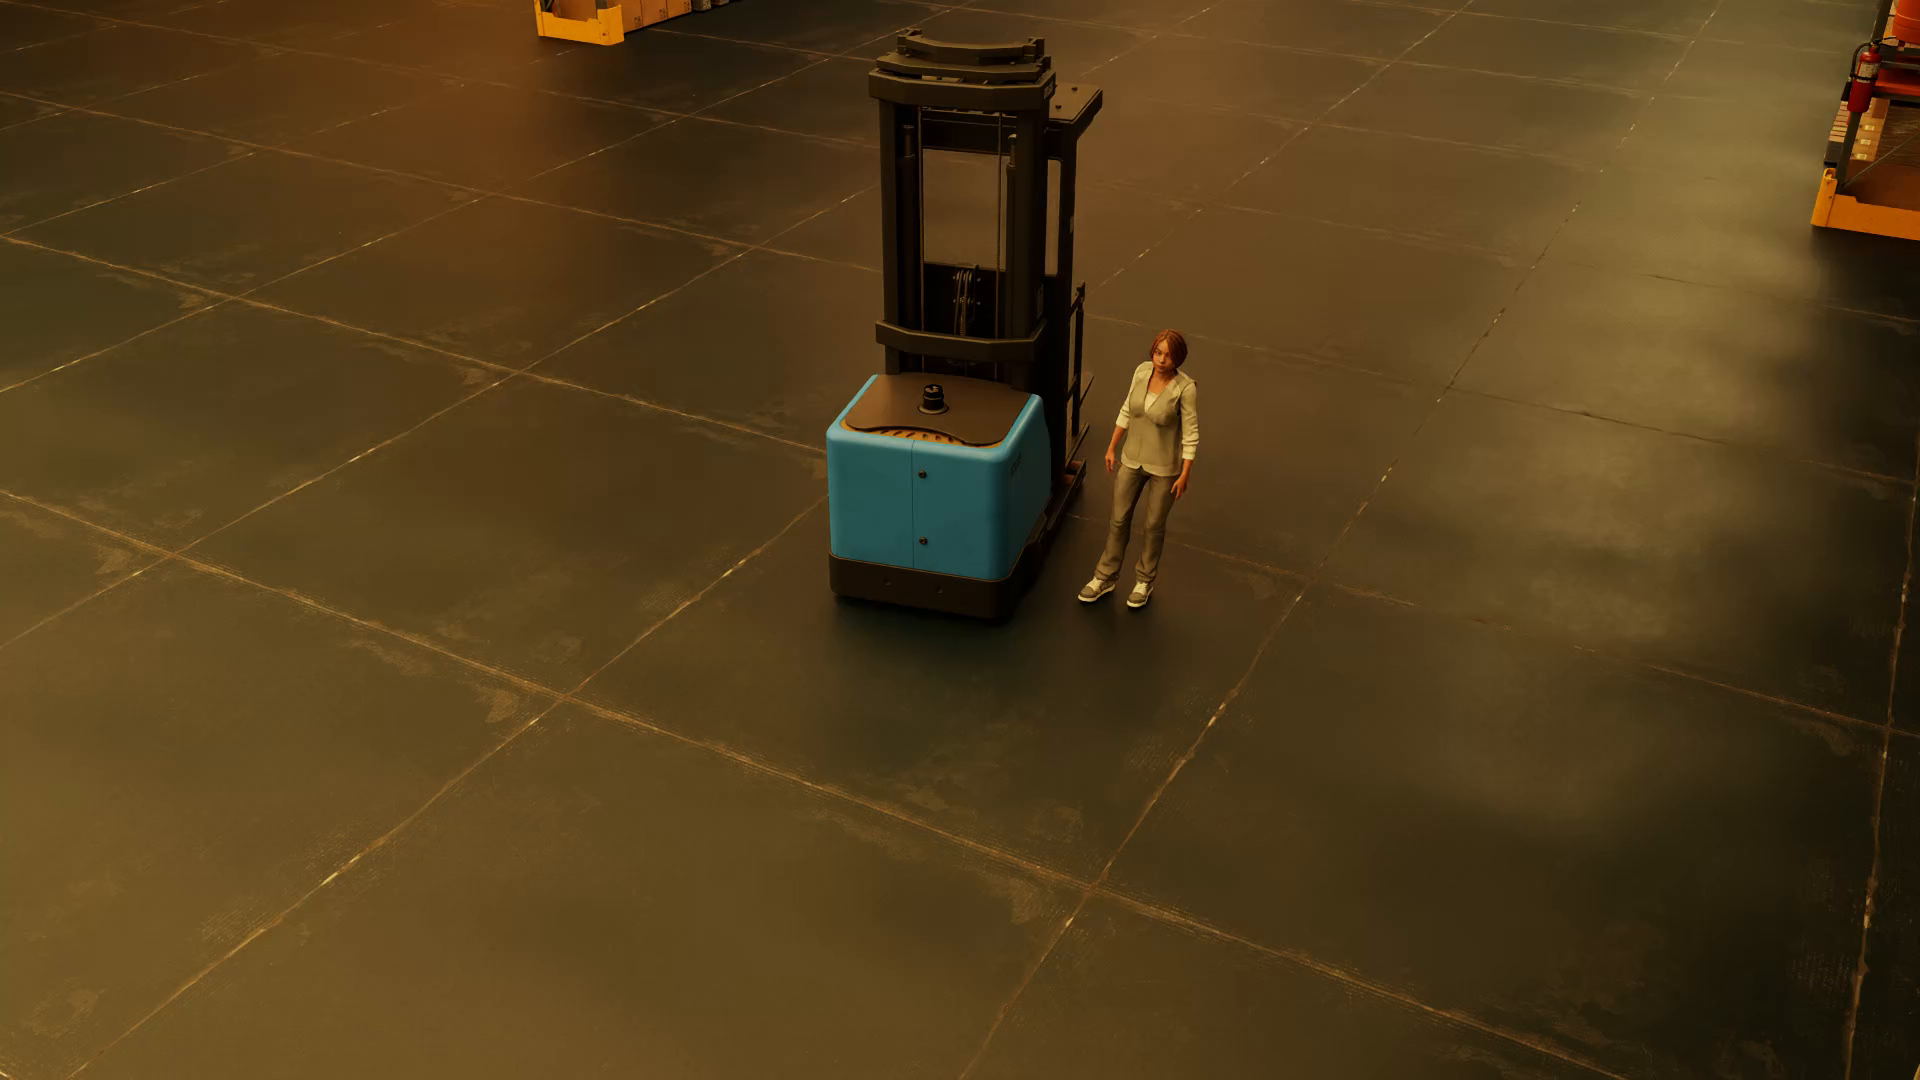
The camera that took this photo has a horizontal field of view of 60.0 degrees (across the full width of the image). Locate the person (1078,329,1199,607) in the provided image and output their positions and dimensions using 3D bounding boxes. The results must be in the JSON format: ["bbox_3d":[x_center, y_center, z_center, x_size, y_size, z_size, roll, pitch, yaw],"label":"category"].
[{"bbox_3d":[0.995,-0.370,9.032,0.520,1.596,0.476,19,35,29],"label":"person"}]

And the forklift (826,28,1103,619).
[{"bbox_3d":[0.174,-1.562,9.777,1.130,2.935,3.031,8,31,14],"label":"forklift"}]
